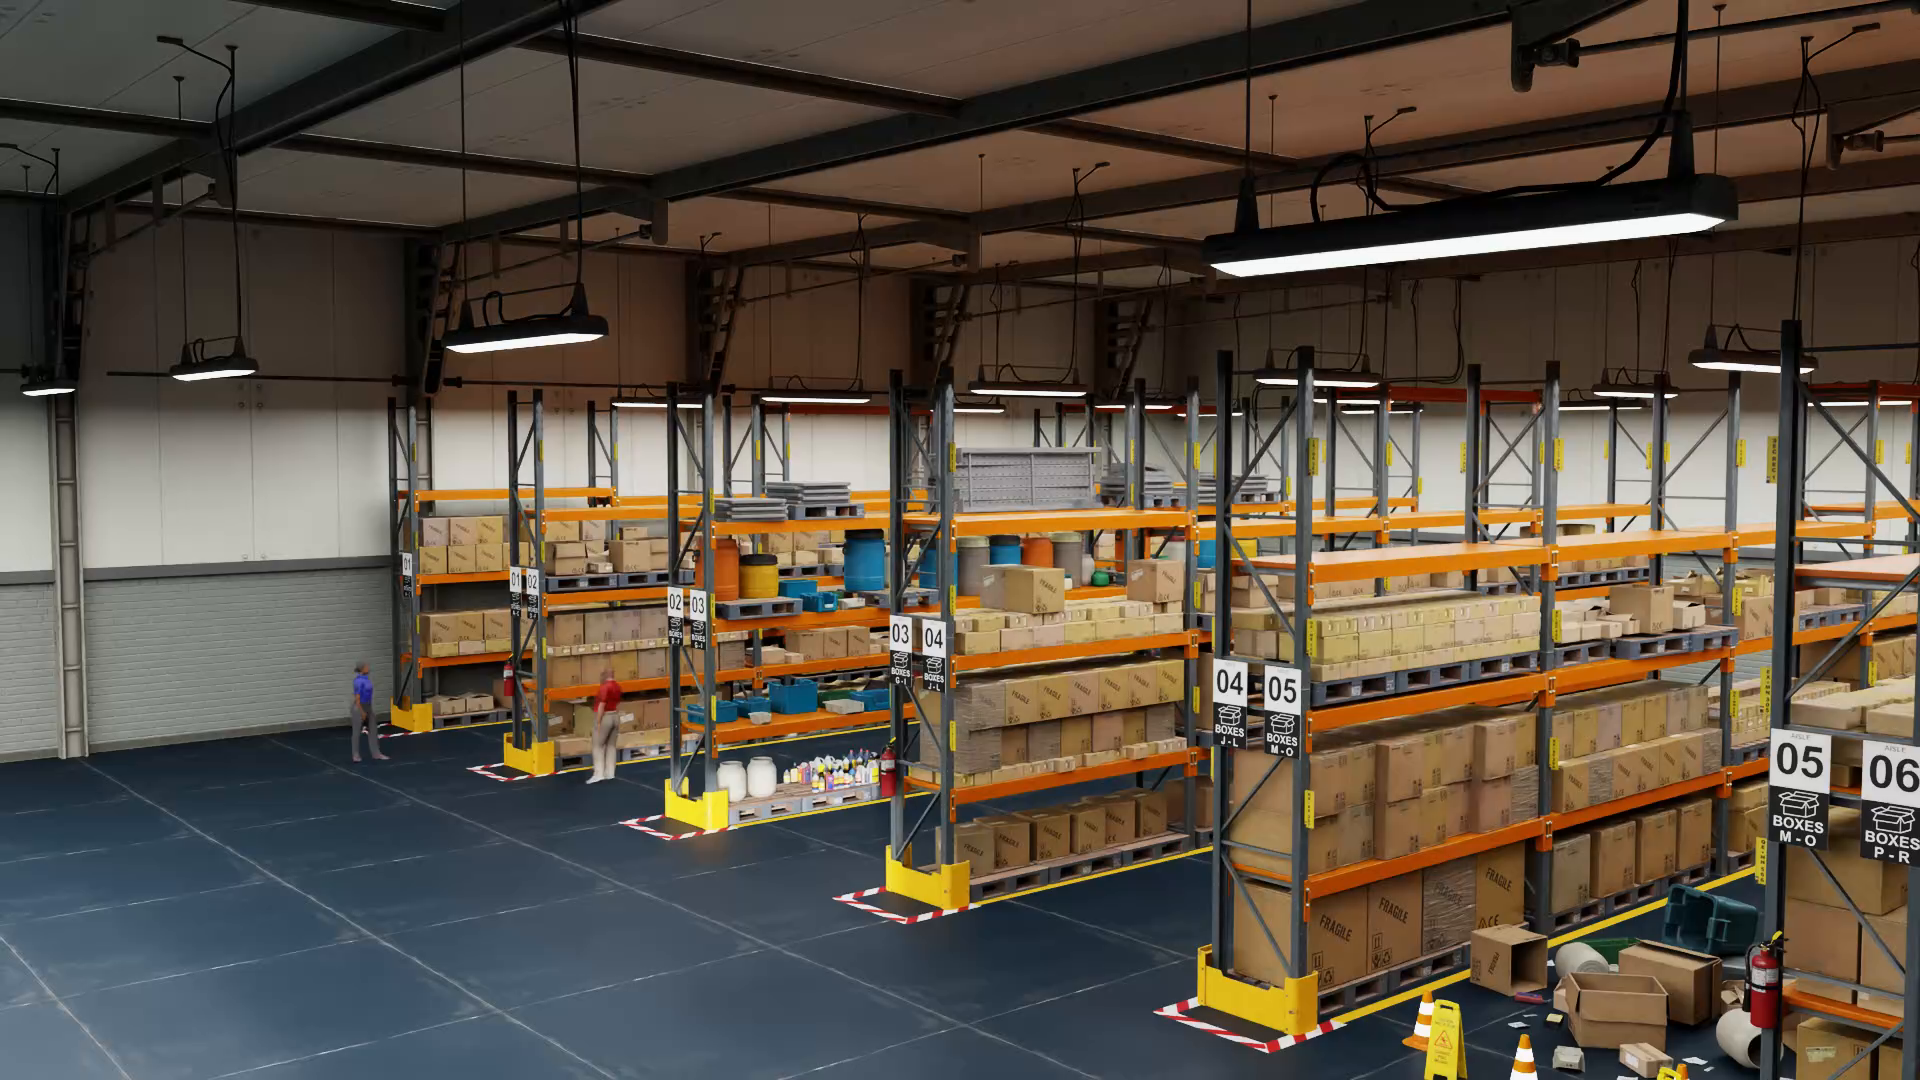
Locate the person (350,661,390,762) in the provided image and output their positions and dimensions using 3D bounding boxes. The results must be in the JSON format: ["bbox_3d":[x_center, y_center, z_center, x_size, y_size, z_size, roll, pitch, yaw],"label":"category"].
[{"bbox_3d":[-9.644,2.783,26.984,0.554,1.637,0.526,1,4,21],"label":"person"}]

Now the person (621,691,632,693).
[{"bbox_3d":[-5.996,2.616,29.290,0.509,1.694,0.405,-3,4,-38],"label":"person"}]

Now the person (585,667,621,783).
[{"bbox_3d":[-5.450,2.831,25.470,0.385,1.777,0.604,1,4,21],"label":"person"}]
